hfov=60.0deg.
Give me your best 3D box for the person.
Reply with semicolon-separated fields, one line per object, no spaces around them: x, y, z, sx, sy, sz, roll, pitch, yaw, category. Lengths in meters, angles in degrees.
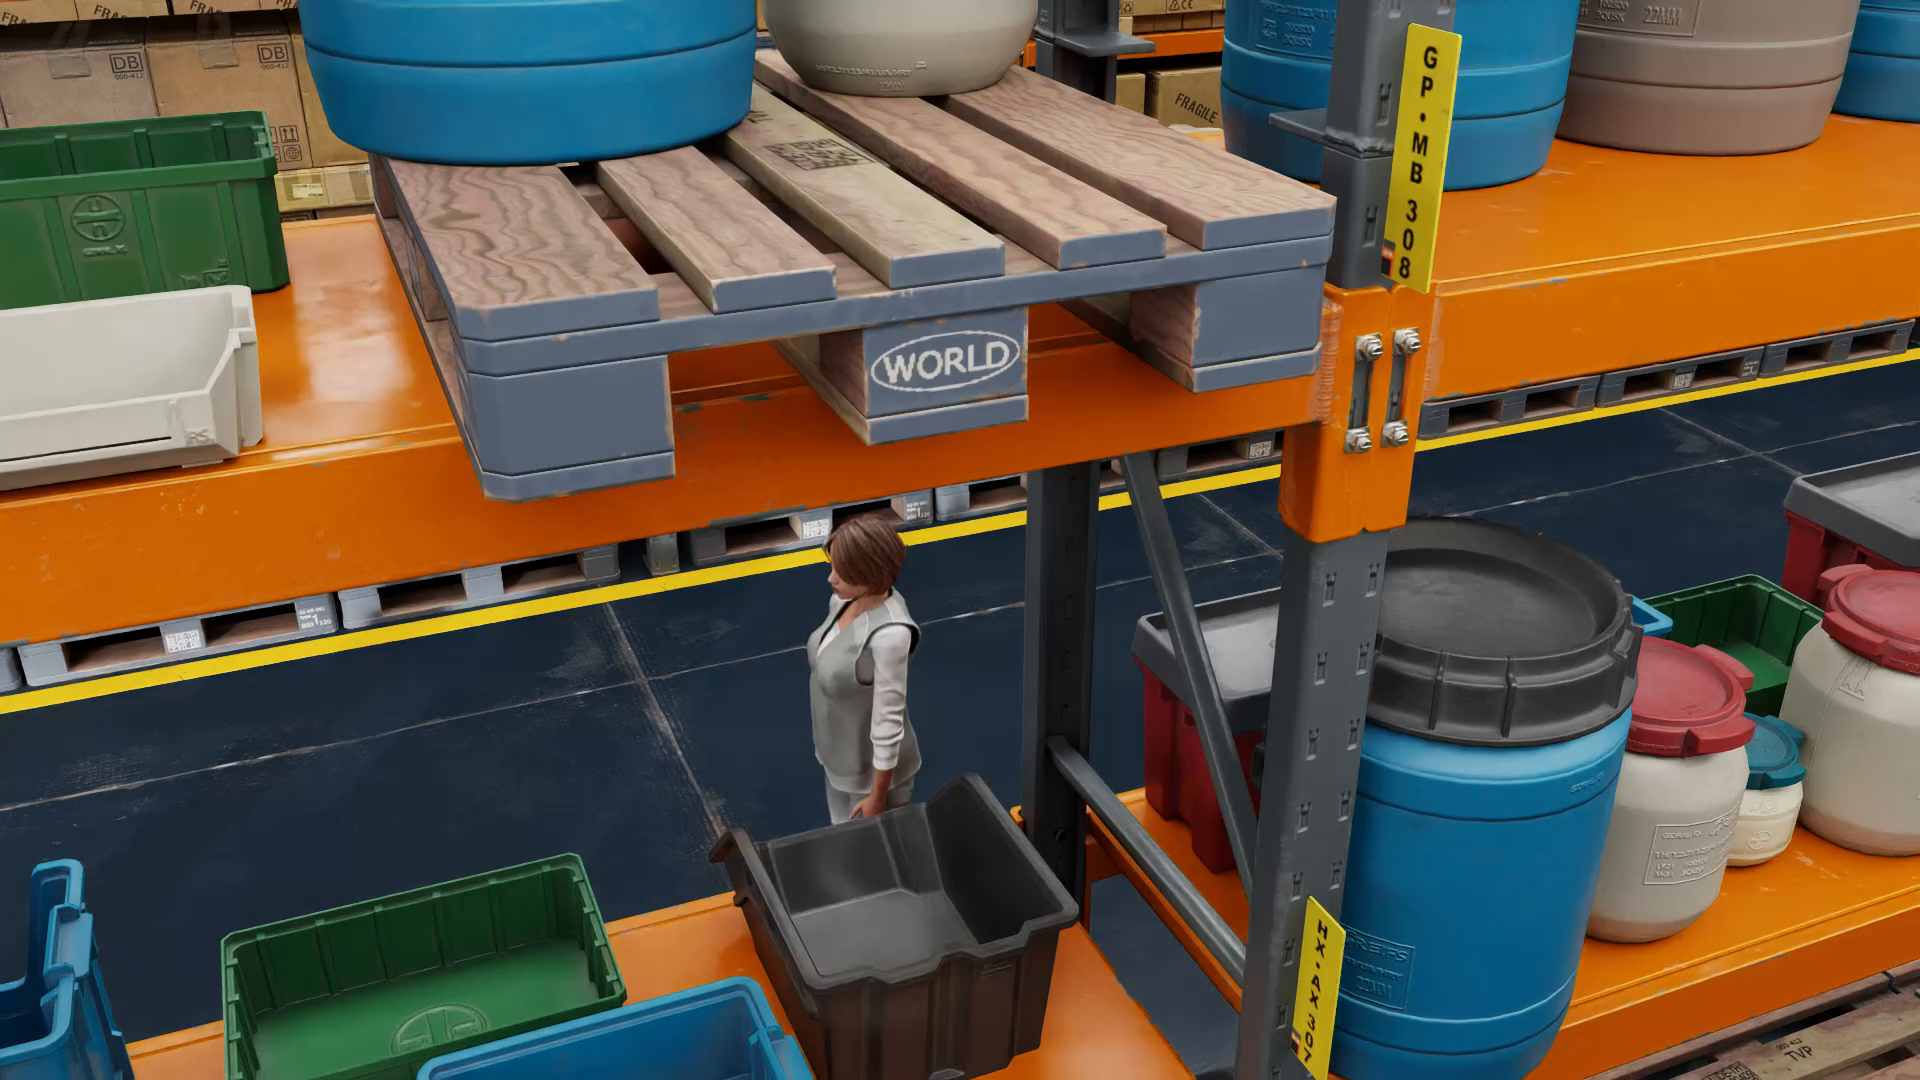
-0.264;0.658;4.798;0.307;1.596;0.406;-10;28;-19;person
